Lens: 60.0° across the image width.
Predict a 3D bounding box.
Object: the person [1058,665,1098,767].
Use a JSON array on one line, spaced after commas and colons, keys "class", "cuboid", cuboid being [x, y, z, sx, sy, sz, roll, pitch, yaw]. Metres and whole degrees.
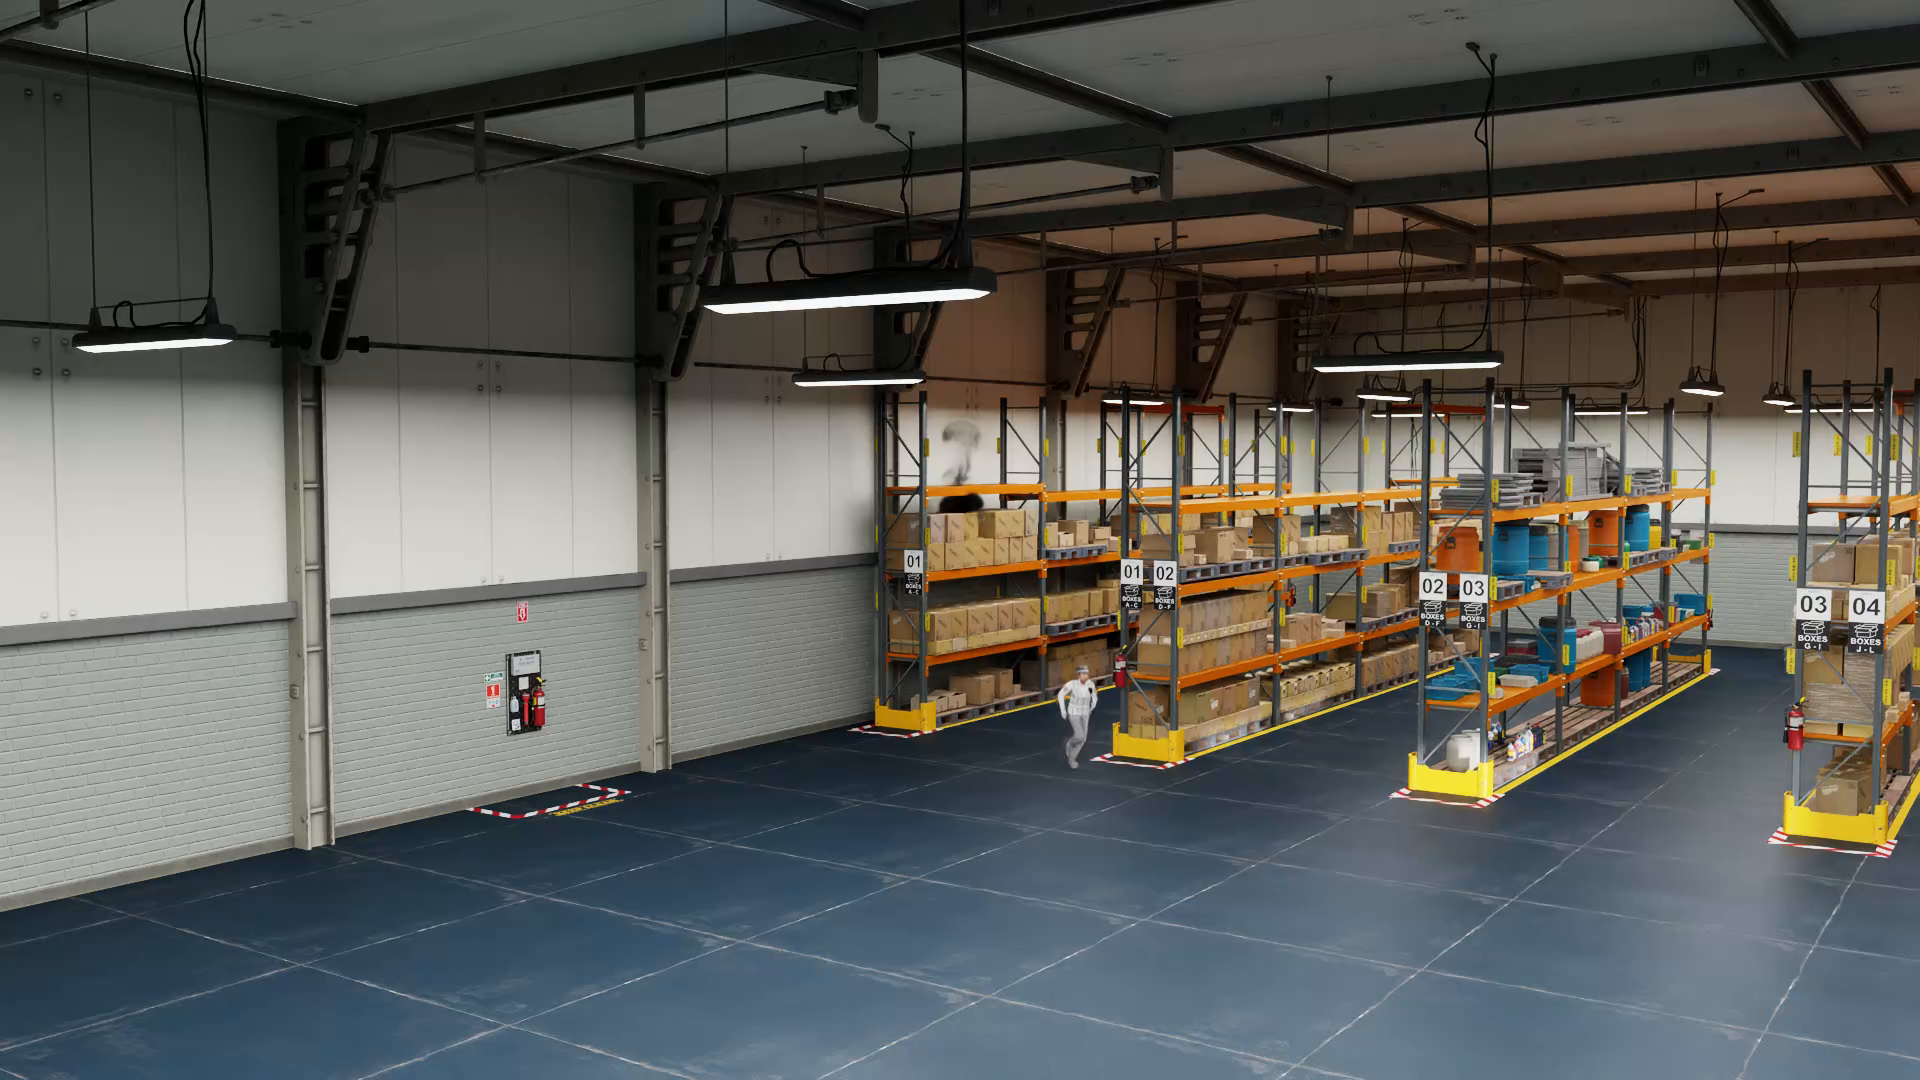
[{"class": "person", "cuboid": [1.882, 2.745, 25.998, 0.591, 1.628, 0.592, -1, 3, -25]}]
